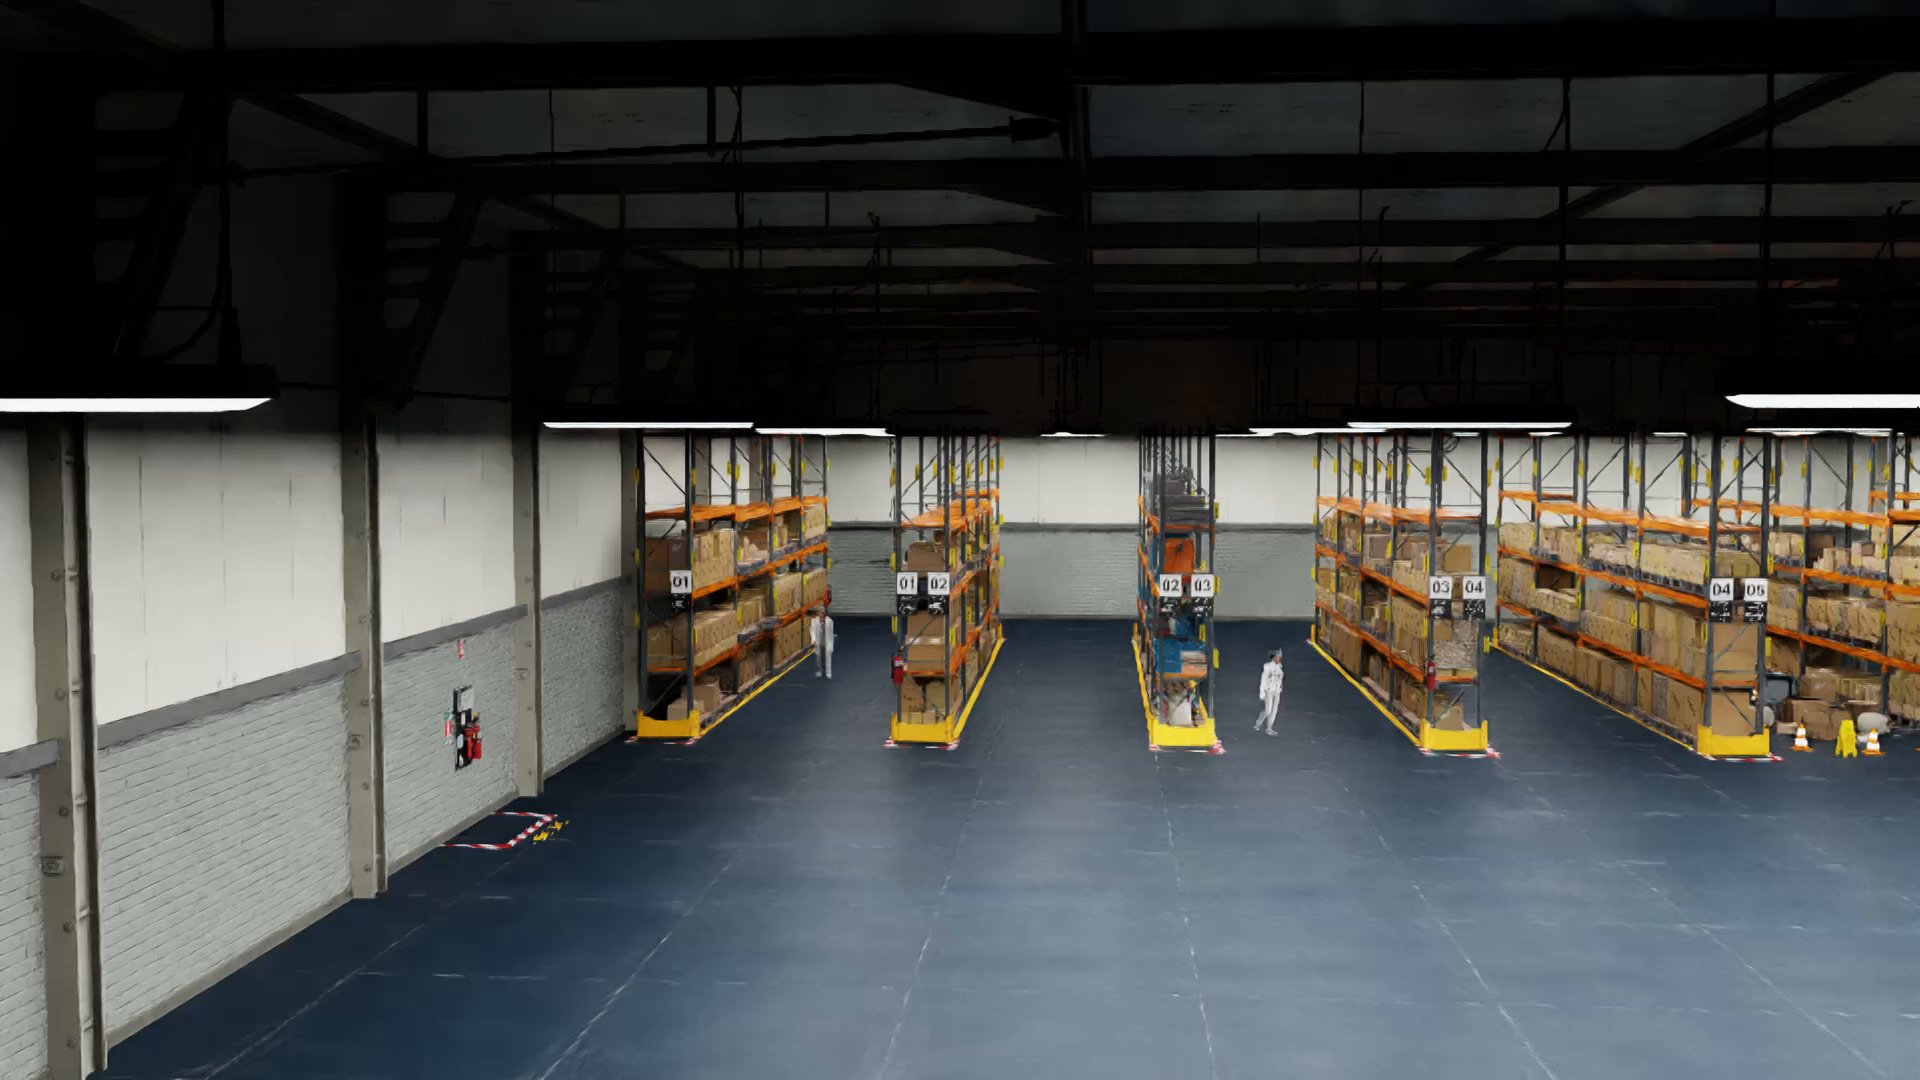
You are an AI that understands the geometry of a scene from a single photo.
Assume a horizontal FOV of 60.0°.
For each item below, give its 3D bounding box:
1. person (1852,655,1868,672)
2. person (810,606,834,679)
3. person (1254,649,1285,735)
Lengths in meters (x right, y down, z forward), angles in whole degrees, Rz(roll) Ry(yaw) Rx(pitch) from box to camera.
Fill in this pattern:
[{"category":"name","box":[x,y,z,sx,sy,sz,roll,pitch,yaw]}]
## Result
[{"category":"person","box":[21.461,2.456,39.728,0.481,1.674,0.486,2,4,35]},{"category":"person","box":[-3.289,2.534,39.654,0.580,1.517,1.103,0,3,-3]},{"category":"person","box":[6.003,2.929,32.254,0.530,1.671,0.519,-2,4,-32]}]
